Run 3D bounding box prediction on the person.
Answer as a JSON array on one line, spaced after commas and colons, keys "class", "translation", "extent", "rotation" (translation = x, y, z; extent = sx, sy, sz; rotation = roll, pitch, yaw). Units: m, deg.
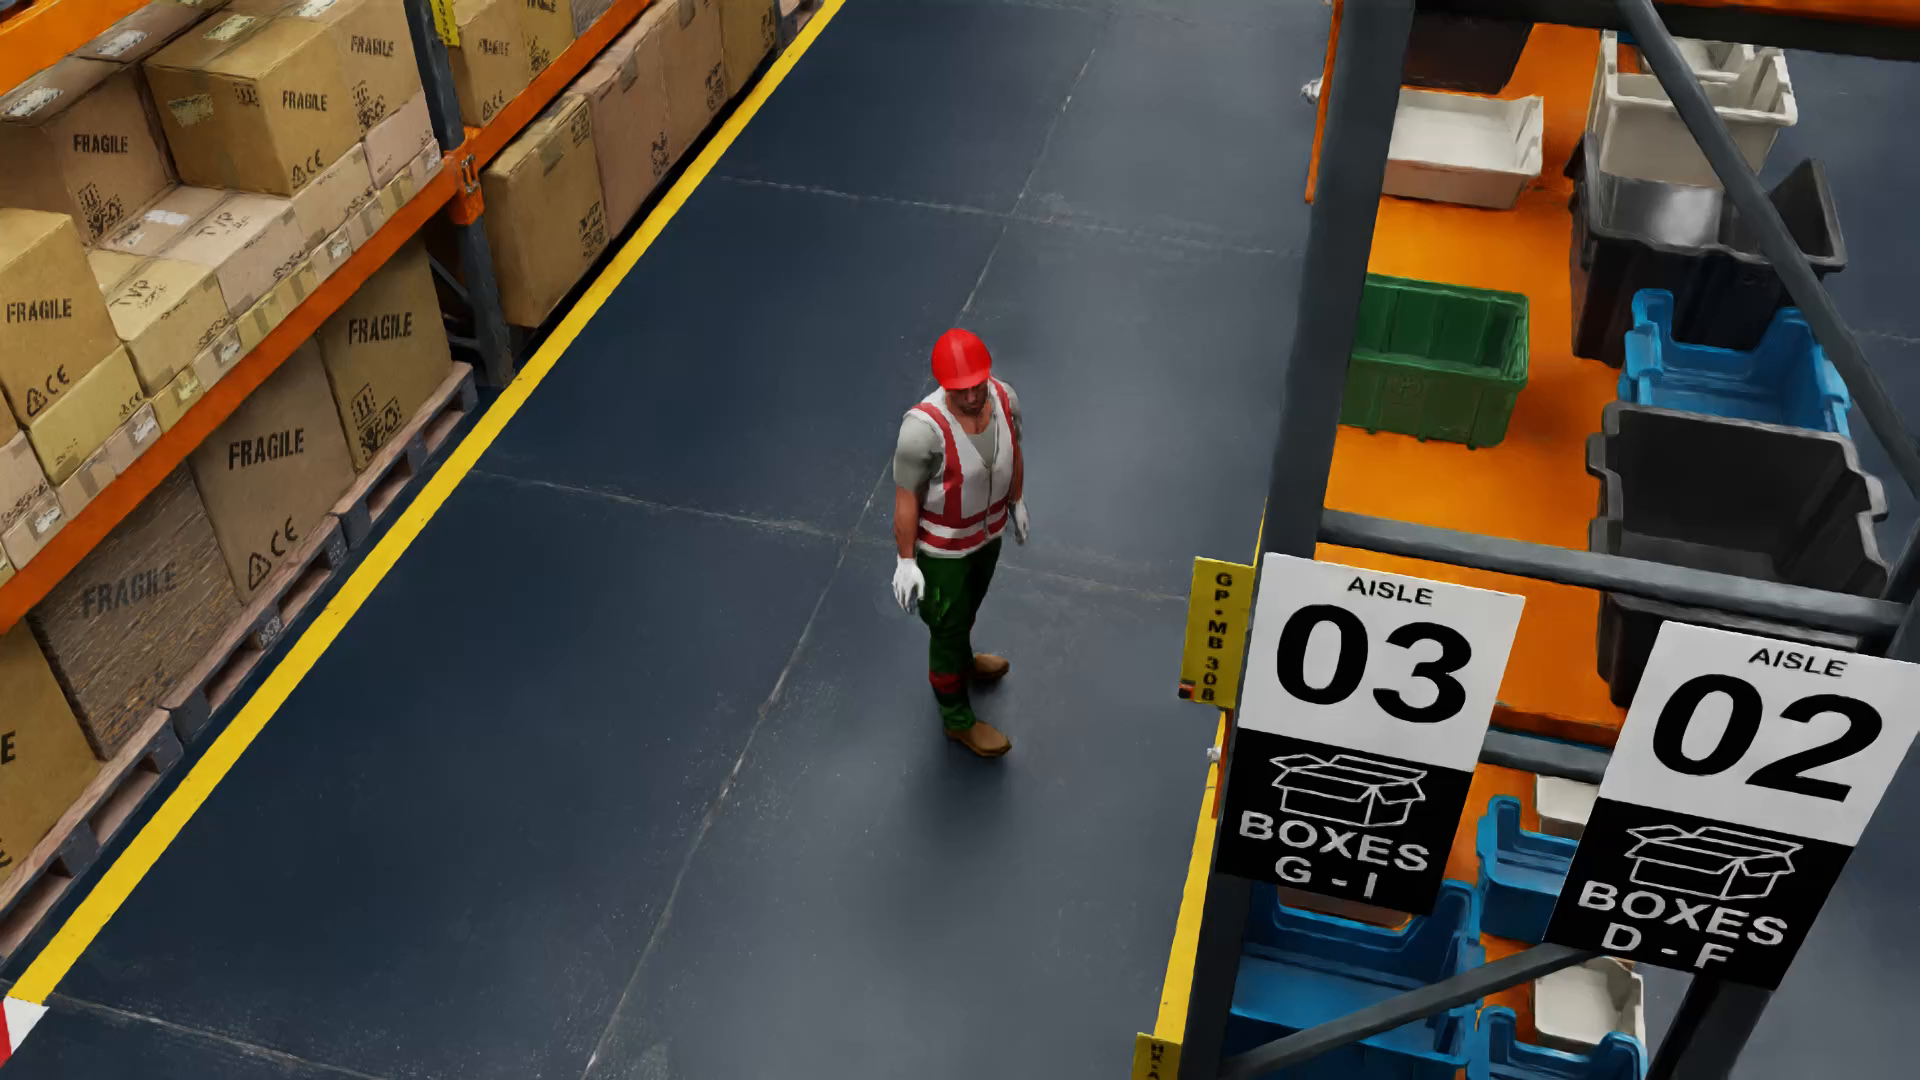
[{"class": "person", "translation": [0.035, 0.015, 6.082], "extent": [0.569, 1.786, 0.663], "rotation": [31, 50, 31]}]
